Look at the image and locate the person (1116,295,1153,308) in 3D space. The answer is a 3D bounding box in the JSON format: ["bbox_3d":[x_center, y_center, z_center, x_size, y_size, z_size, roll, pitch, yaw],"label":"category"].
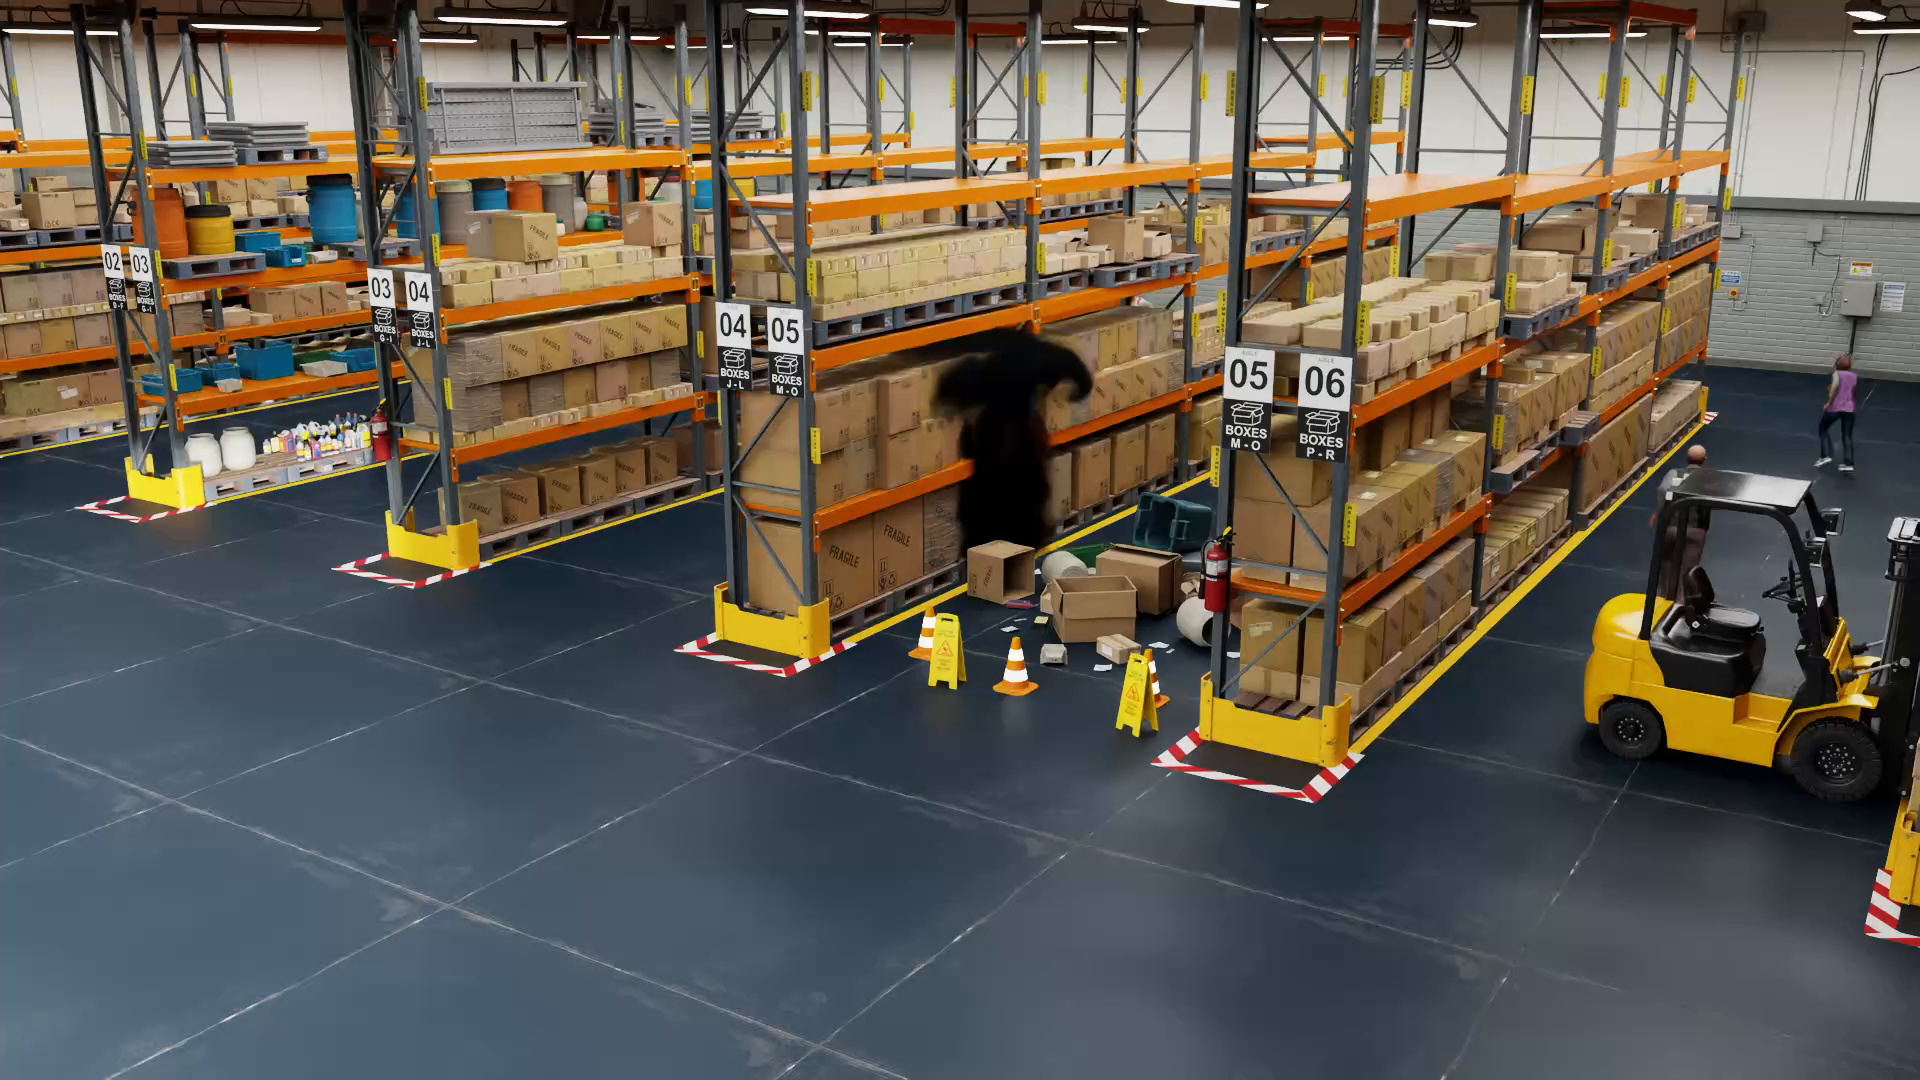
[{"bbox_3d":[2.970,-3.573,28.733,0.645,1.766,0.775,10,18,32],"label":"person"}]

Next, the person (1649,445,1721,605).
[{"bbox_3d":[7.097,-0.065,16.302,0.644,1.692,0.977,8,17,26],"label":"person"}]

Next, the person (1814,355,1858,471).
[{"bbox_3d":[11.906,-1.712,22.505,0.529,1.545,0.900,1,16,2],"label":"person"}]

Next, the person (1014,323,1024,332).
[{"bbox_3d":[0.994,-2.501,25.230,0.569,1.610,0.928,7,17,24],"label":"person"}]
